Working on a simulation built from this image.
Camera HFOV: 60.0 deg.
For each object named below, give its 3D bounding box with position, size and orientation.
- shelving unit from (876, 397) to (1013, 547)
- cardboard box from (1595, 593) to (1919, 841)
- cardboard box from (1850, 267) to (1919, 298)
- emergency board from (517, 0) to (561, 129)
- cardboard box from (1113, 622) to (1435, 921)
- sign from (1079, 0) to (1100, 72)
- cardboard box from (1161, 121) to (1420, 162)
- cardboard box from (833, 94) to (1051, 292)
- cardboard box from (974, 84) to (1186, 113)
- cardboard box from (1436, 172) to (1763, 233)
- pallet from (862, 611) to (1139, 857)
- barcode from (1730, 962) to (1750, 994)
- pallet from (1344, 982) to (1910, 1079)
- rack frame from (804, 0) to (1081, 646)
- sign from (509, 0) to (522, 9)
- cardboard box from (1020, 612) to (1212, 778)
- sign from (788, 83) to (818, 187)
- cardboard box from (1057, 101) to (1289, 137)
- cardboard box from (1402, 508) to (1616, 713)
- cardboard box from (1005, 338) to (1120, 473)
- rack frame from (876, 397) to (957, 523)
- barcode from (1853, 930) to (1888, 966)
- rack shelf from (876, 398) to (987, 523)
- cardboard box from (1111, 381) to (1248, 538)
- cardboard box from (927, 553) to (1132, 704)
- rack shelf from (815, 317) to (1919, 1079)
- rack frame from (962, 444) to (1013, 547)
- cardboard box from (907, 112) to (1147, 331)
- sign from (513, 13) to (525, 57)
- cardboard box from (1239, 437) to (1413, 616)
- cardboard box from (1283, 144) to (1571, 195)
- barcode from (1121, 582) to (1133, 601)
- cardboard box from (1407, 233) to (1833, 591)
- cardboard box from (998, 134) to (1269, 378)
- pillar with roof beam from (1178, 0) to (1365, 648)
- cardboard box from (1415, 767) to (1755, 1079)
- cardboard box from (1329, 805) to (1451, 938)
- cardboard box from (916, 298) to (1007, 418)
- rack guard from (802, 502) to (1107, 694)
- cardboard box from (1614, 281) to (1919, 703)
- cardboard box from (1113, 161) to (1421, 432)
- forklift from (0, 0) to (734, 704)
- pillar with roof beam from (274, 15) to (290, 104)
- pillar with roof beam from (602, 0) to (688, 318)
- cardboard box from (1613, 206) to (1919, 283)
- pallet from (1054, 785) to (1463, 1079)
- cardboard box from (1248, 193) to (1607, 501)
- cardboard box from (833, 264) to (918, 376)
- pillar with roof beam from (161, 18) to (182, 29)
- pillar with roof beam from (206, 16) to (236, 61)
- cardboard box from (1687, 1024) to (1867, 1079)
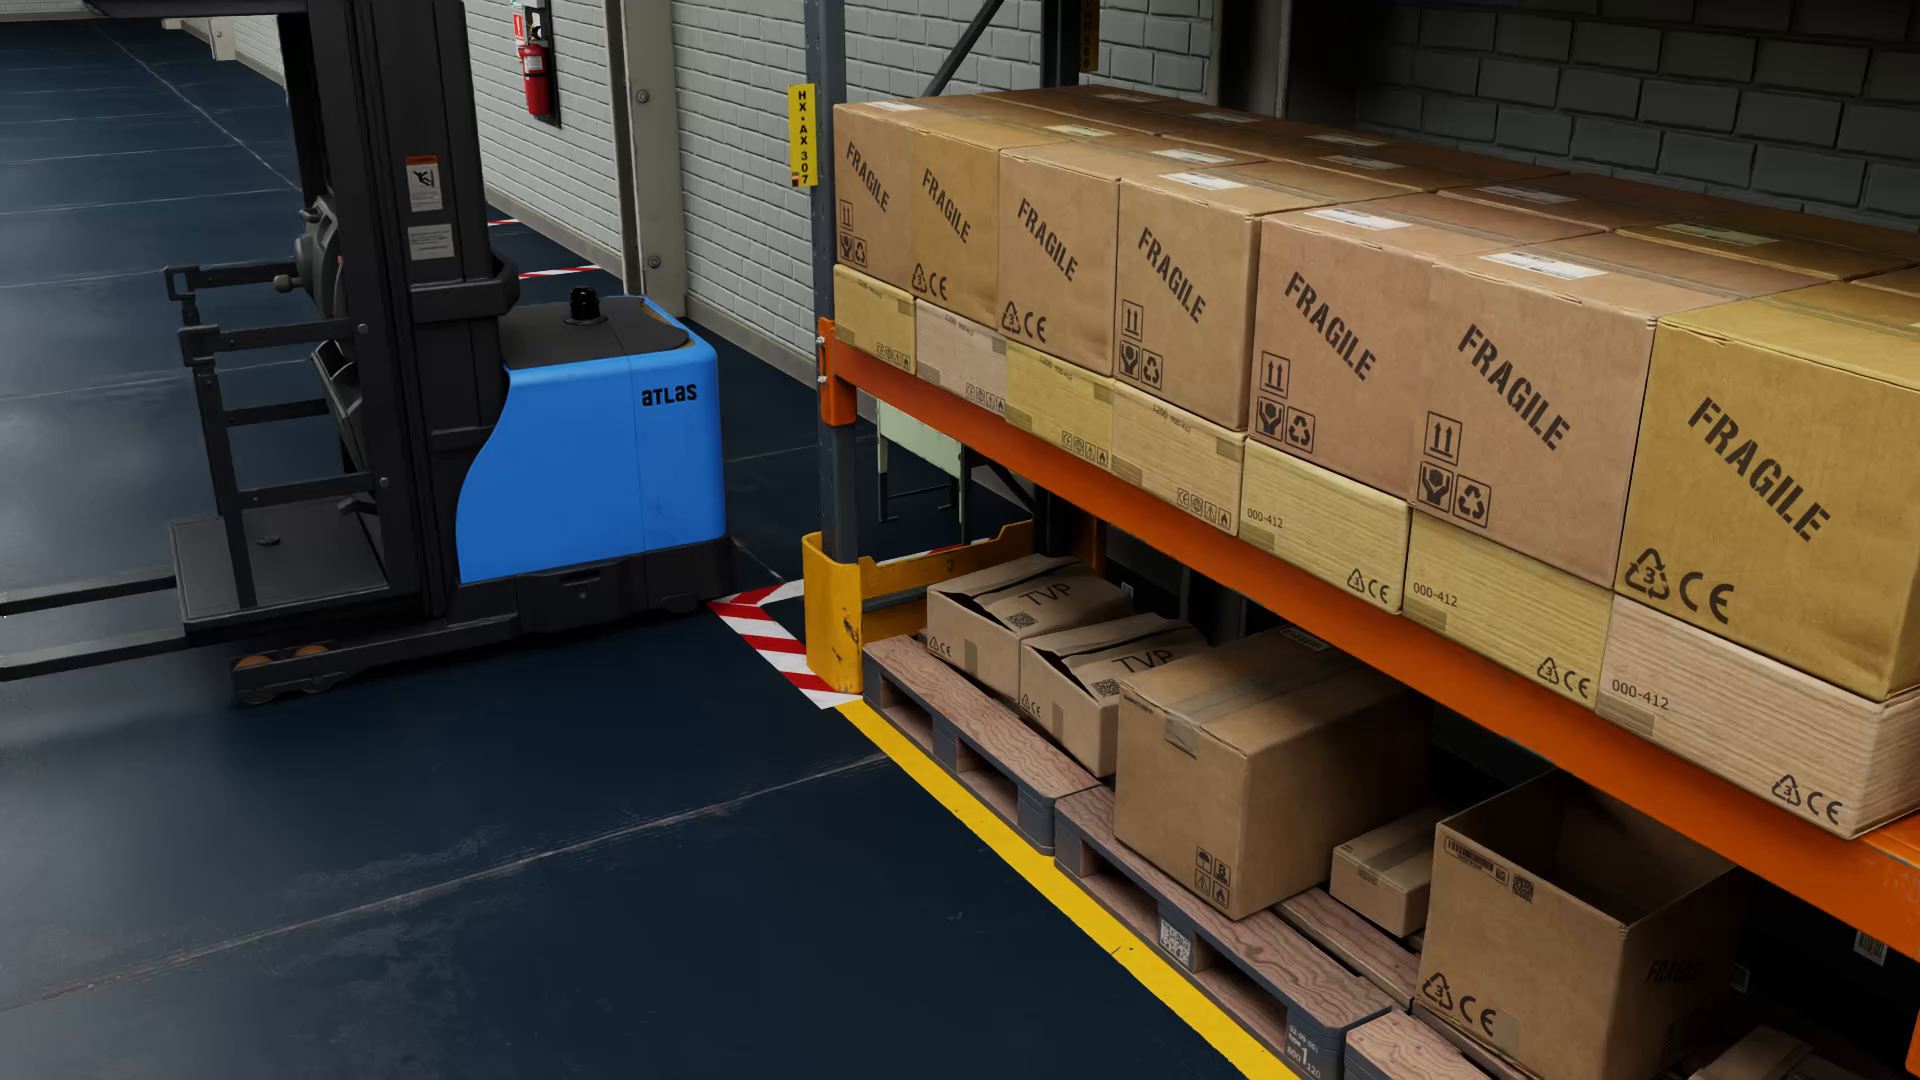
[{"bbox_3d":[-0.003,-0.697,7.034,0.431,1.500,0.755,-13,25,-28],"label":"shelving unit"},{"bbox_3d":[1.498,0.239,2.912,0.500,0.250,0.500,-13,25,-28],"label":"cardboard box"},{"bbox_3d":[1.940,-0.206,3.010,0.500,0.500,0.500,-13,26,-29],"label":"cardboard box"},{"bbox_3d":[-3.236,-3.710,12.456,0.194,1.169,0.643,-13,25,-28],"label":"emergency board"},{"bbox_3d":[0.857,0.606,4.572,0.700,0.500,0.500,-14,26,-32],"label":"cardboard box"},{"bbox_3d":[0.445,-1.804,5.809,0.100,0.325,0.005,-13,25,-28],"label":"sign"},{"bbox_3d":[0.898,-0.865,4.633,0.500,0.500,0.500,-13,26,-30],"label":"cardboard box"},{"bbox_3d":[-0.057,-1.096,5.201,0.500,0.500,0.500,-13,25,-28],"label":"cardboard box"},{"bbox_3d":[0.381,-1.196,5.448,0.500,0.500,0.500,-13,25,-29],"label":"cardboard box"},{"bbox_3d":[1.430,-0.536,3.824,0.500,0.500,0.500,-12,25,-27],"label":"cardboard box"},{"bbox_3d":[0.381,0.565,5.641,1.003,0.211,1.213,-13,25,-28],"label":"pallet"},{"bbox_3d":[1.825,1.025,3.914,0.001,0.075,0.075,-13,25,-28],"label":"barcode"},{"bbox_3d":[1.627,1.355,3.697,1.003,0.211,1.213,-13,25,-28],"label":"pallet"},{"bbox_3d":[-0.042,-1.021,5.840,1.000,3.000,0.127,-13,25,-28],"label":"rack frame"},{"bbox_3d":[-3.435,-4.168,12.831,0.001,0.109,0.331,-13,25,-28],"label":"sign"},{"bbox_3d":[0.525,0.447,5.216,0.500,0.311,0.500,-10,24,-24],"label":"cardboard box"},{"bbox_3d":[-0.509,-1.318,5.420,0.100,0.325,0.005,-13,25,-28],"label":"sign"},{"bbox_3d":[0.630,-1.032,5.043,0.500,0.500,0.500,-12,25,-28],"label":"cardboard box"},{"bbox_3d":[1.251,0.076,3.313,0.500,0.250,0.500,-12,25,-28],"label":"cardboard box"},{"bbox_3d":[0.467,-0.410,4.510,0.500,0.250,0.500,-13,26,-29],"label":"cardboard box"},{"bbox_3d":[-0.190,-0.815,7.326,0.400,1.500,0.023,-13,25,-28],"label":"rack frame"},{"bbox_3d":[1.931,0.859,3.525,0.001,0.075,0.075,-13,25,-28],"label":"barcode"},{"bbox_3d":[-0.003,-0.395,7.157,0.431,0.370,0.720,-13,25,-28],"label":"rack shelf"},{"bbox_3d":[0.723,-0.246,4.106,0.500,0.250,0.500,-12,25,-28],"label":"cardboard box"},{"bbox_3d":[0.234,0.262,5.670,0.500,0.311,0.500,-16,27,-34],"label":"cardboard box"},{"bbox_3d":[0.979,-0.040,4.382,1.077,0.370,4.000,-13,25,-28],"label":"rack shelf"},{"bbox_3d":[0.183,-0.579,6.743,0.400,1.500,0.023,-13,25,-28],"label":"rack frame"},{"bbox_3d":[0.187,-0.934,4.802,0.500,0.500,0.500,-13,25,-28],"label":"cardboard box"},{"bbox_3d":[-3.429,-3.926,12.939,0.001,0.329,0.234,-13,25,-28],"label":"sign"},{"bbox_3d":[0.981,-0.084,3.706,0.500,0.250,0.500,-13,25,-29],"label":"cardboard box"},{"bbox_3d":[1.155,-0.702,4.232,0.500,0.500,0.500,-12,25,-28],"label":"cardboard box"},{"bbox_3d":[0.587,0.187,5.843,0.001,0.075,0.075,-13,25,-28],"label":"barcode"},{"bbox_3d":[1.234,-0.267,3.162,0.500,0.500,0.500,-13,25,-29],"label":"cardboard box"},{"bbox_3d":[0.446,-0.765,4.388,0.500,0.500,0.500,-14,26,-30],"label":"cardboard box"},{"bbox_3d":[-2.642,-2.912,2.525,9.100,9.000,0.400,-13,25,-28],"label":"pillar with roof beam"},{"bbox_3d":[1.436,0.900,3.850,0.500,0.500,0.500,-15,26,-32],"label":"cardboard box"},{"bbox_3d":[1.201,0.869,4.391,0.380,0.149,0.250,-15,26,-32],"label":"cardboard box"},{"bbox_3d":[0.212,-0.576,4.919,0.500,0.250,0.500,-13,26,-30],"label":"cardboard box"},{"bbox_3d":[-0.003,0.162,6.250,1.175,0.500,0.348,-13,25,-28],"label":"rack guard"},{"bbox_3d":[1.494,-0.107,2.768,0.500,0.500,0.500,-13,25,-28],"label":"cardboard box"},{"bbox_3d":[0.719,-0.601,3.982,0.500,0.500,0.500,-12,25,-27],"label":"cardboard box"},{"bbox_3d":[-2.459,-1.005,5.890,3.031,2.935,1.130,-11,24,-24],"label":"forklift"},{"bbox_3d":[-11.837,-8.739,16.860,9.100,9.000,0.400,-13,25,-28],"label":"pillar with roof beam"},{"bbox_3d":[-5.707,-4.854,7.303,9.100,9.000,0.400,-13,25,-28],"label":"pillar with roof beam"},{"bbox_3d":[1.679,-0.374,3.424,0.500,0.500,0.500,-13,25,-29],"label":"cardboard box"},{"bbox_3d":[1.000,0.960,4.670,1.003,0.211,1.213,-13,25,-28],"label":"pallet"},{"bbox_3d":[0.986,-0.432,3.568,0.500,0.500,0.500,-13,26,-30],"label":"cardboard box"},{"bbox_3d":[-0.066,-0.742,5.325,0.500,0.250,0.500,-13,26,-30],"label":"cardboard box"},{"bbox_3d":[-17.967,-12.623,26.417,9.100,9.000,0.400,-13,25,-28],"label":"pillar with roof beam"},{"bbox_3d":[-14.902,-10.681,21.639,9.100,9.000,0.400,-13,25,-28],"label":"pillar with roof beam"},{"bbox_3d":[1.702,1.215,3.517,0.380,0.166,0.250,-17,27,-35],"label":"cardboard box"}]
